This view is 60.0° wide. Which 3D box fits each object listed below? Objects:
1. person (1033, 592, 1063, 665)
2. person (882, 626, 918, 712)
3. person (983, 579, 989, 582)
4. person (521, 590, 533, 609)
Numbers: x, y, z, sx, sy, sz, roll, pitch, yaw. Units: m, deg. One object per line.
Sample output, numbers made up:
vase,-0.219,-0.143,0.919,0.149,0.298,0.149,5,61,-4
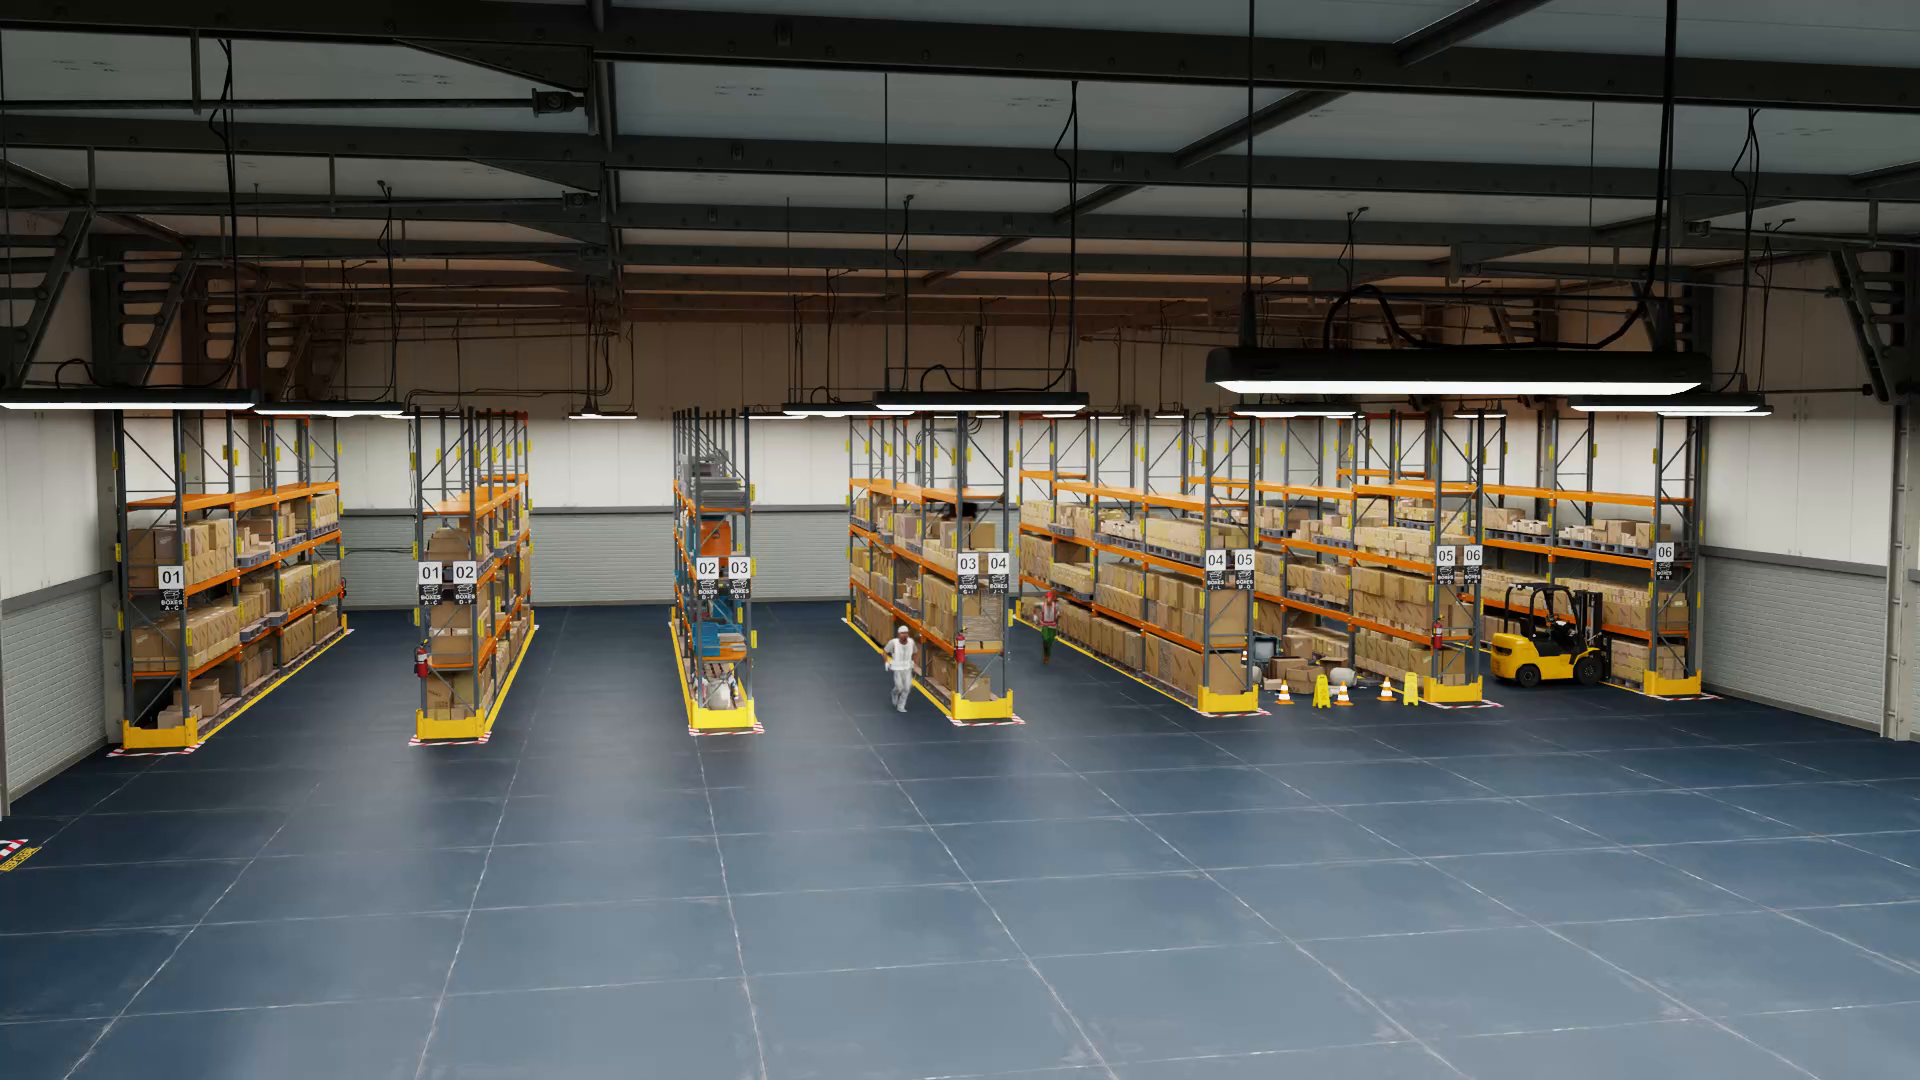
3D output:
person,2.066,2.062,39.090,0.644,1.719,0.921,-1,4,-11
person,-1.160,2.539,32.831,0.710,1.716,0.637,-2,4,-21
person,0.583,1.365,49.214,0.658,1.743,0.609,0,4,-2
person,-12.364,1.612,46.888,0.659,1.588,0.515,0,4,5
